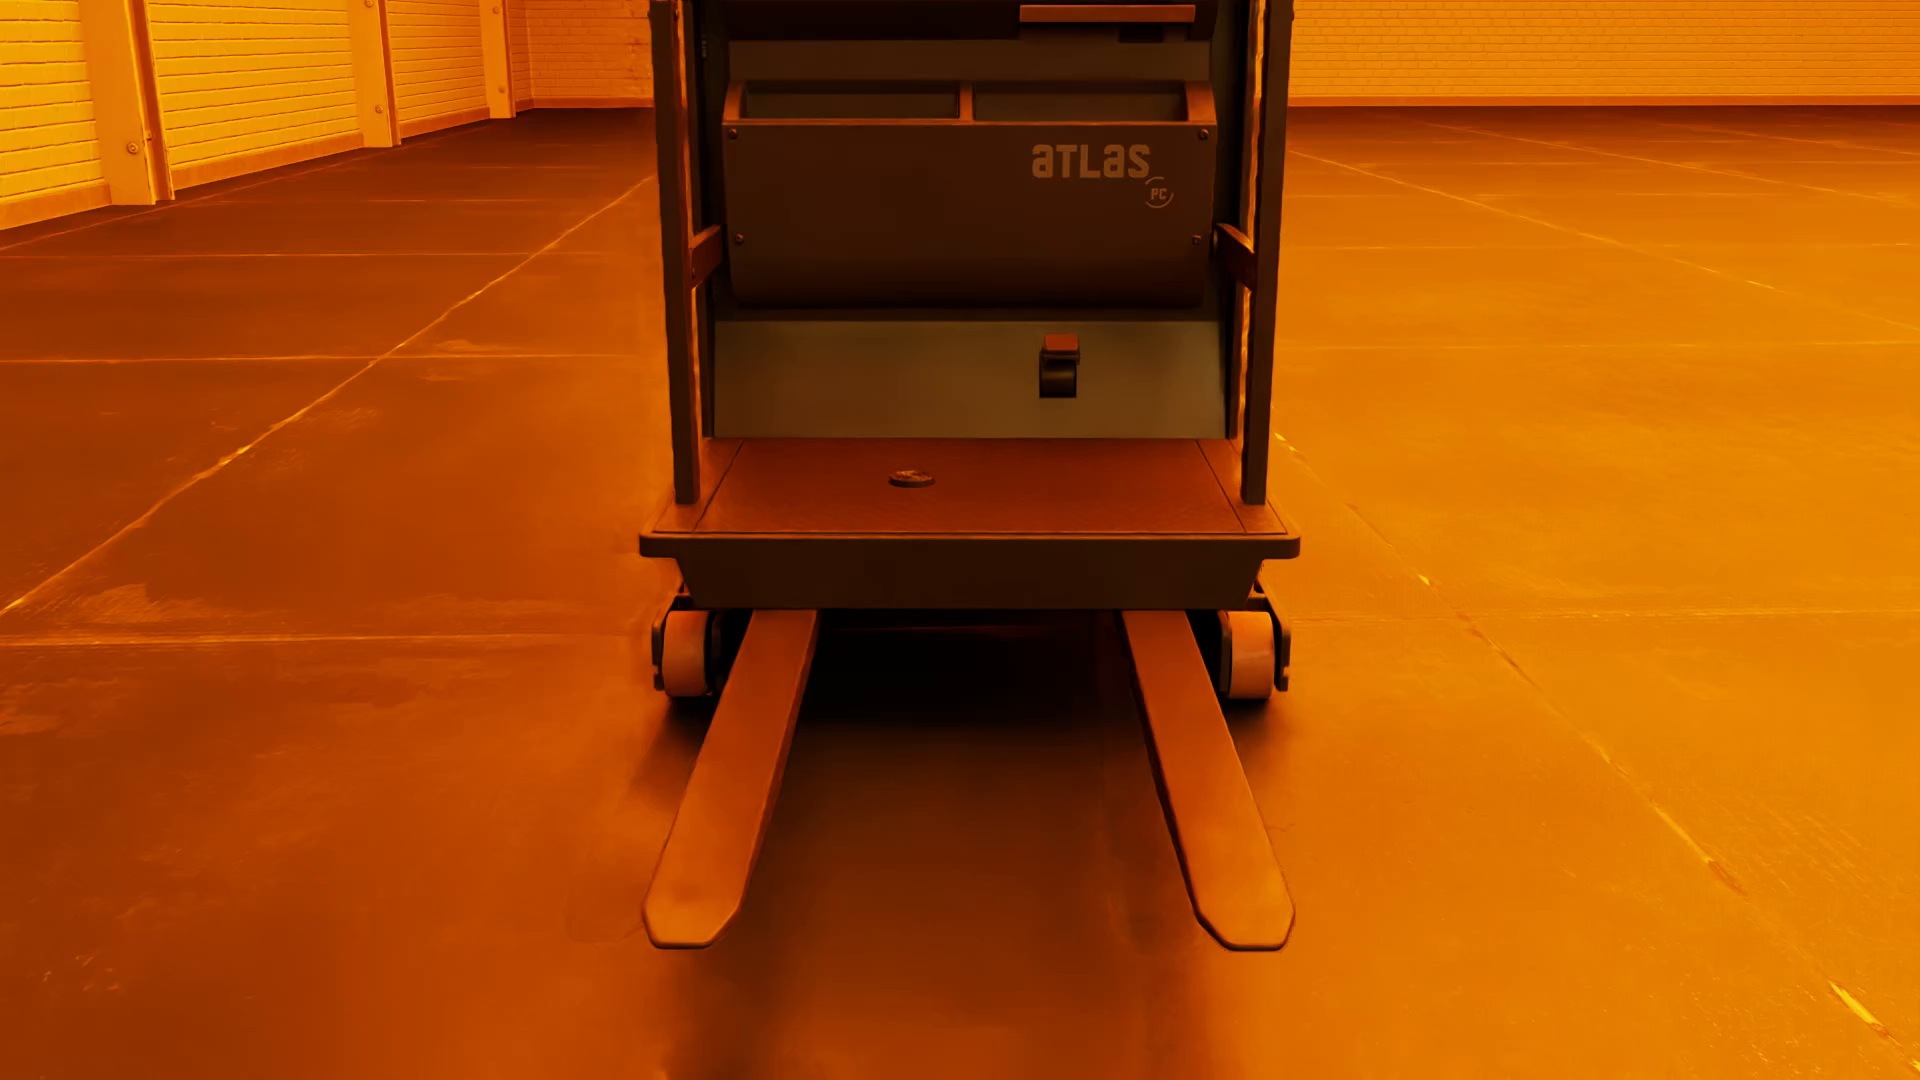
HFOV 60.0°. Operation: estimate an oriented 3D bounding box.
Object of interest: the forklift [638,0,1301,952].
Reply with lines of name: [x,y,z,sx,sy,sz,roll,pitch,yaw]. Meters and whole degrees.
forklift: [0.018,-1.203,2.840,1.130,2.935,3.031,0,17,0]
